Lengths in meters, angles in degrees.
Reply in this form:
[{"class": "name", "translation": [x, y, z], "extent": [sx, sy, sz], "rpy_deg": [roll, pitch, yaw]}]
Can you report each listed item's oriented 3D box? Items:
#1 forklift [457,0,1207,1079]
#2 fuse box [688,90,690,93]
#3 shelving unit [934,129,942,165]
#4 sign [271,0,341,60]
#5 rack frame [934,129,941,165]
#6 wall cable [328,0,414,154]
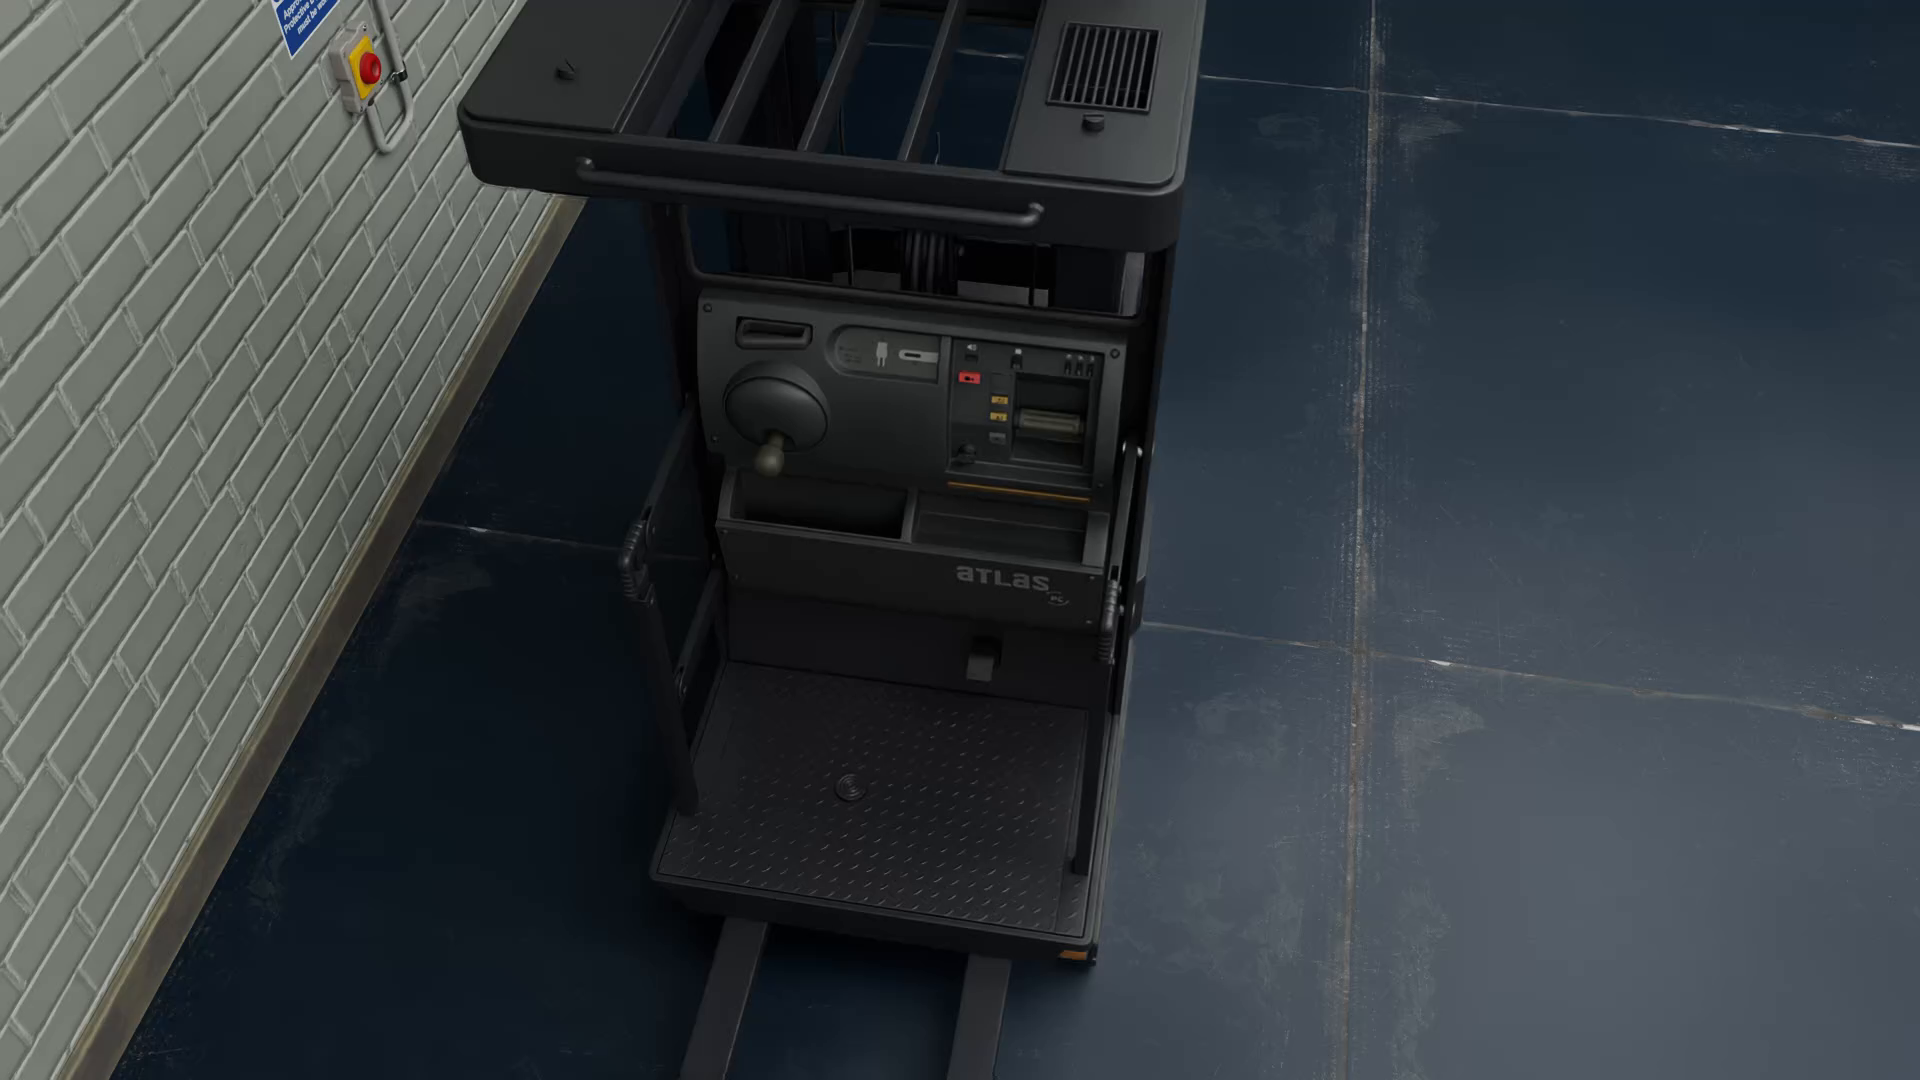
[{"class": "forklift", "translation": [-0.147, -0.202, 3.461], "extent": [1.130, 2.935, 3.031], "rpy_deg": [7, 48, 6]}, {"class": "fuse box", "translation": [-1.120, -2.460, 6.310], "extent": [0.414, 1.711, 0.539], "rpy_deg": [8, 49, 7]}, {"class": "shelving unit", "translation": [0.044, -0.783, 5.247], "extent": [0.252, 1.050, 0.215], "rpy_deg": [7, 48, 6]}, {"class": "sign", "translation": [-1.706, -1.436, 4.342], "extent": [0.001, 0.218, 0.327], "rpy_deg": [8, 49, 7]}, {"class": "rack frame", "translation": [-0.077, -0.796, 5.260], "extent": [0.008, 1.050, 0.200], "rpy_deg": [7, 48, 6]}, {"class": "wall cable", "translation": [-1.638, -1.722, 4.077], "extent": [0.123, 1.953, 0.585], "rpy_deg": [8, 49, 7]}]
